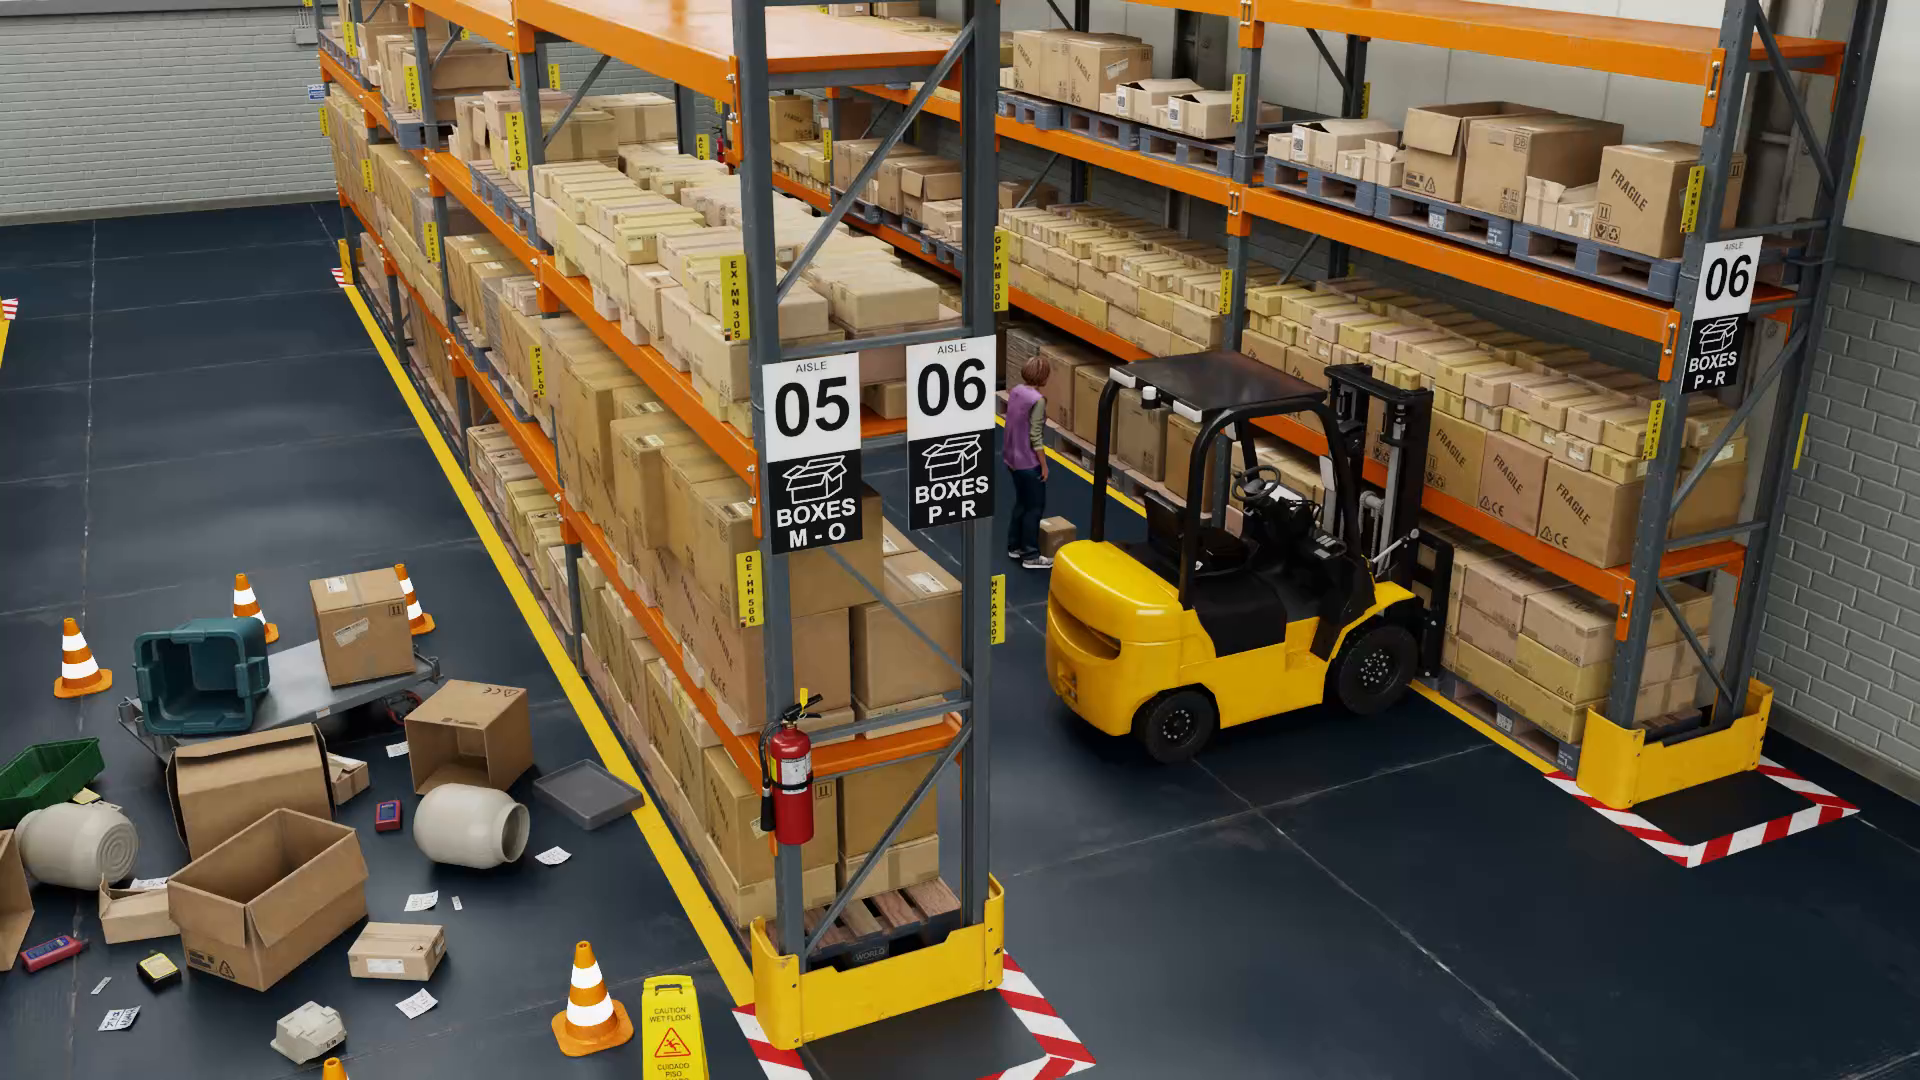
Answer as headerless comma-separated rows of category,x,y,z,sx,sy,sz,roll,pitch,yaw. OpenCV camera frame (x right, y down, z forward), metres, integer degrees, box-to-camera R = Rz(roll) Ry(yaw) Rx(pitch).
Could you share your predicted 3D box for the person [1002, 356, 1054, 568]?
person,0.508,-0.584,12.410,0.349,1.592,0.467,-11,25,-24
